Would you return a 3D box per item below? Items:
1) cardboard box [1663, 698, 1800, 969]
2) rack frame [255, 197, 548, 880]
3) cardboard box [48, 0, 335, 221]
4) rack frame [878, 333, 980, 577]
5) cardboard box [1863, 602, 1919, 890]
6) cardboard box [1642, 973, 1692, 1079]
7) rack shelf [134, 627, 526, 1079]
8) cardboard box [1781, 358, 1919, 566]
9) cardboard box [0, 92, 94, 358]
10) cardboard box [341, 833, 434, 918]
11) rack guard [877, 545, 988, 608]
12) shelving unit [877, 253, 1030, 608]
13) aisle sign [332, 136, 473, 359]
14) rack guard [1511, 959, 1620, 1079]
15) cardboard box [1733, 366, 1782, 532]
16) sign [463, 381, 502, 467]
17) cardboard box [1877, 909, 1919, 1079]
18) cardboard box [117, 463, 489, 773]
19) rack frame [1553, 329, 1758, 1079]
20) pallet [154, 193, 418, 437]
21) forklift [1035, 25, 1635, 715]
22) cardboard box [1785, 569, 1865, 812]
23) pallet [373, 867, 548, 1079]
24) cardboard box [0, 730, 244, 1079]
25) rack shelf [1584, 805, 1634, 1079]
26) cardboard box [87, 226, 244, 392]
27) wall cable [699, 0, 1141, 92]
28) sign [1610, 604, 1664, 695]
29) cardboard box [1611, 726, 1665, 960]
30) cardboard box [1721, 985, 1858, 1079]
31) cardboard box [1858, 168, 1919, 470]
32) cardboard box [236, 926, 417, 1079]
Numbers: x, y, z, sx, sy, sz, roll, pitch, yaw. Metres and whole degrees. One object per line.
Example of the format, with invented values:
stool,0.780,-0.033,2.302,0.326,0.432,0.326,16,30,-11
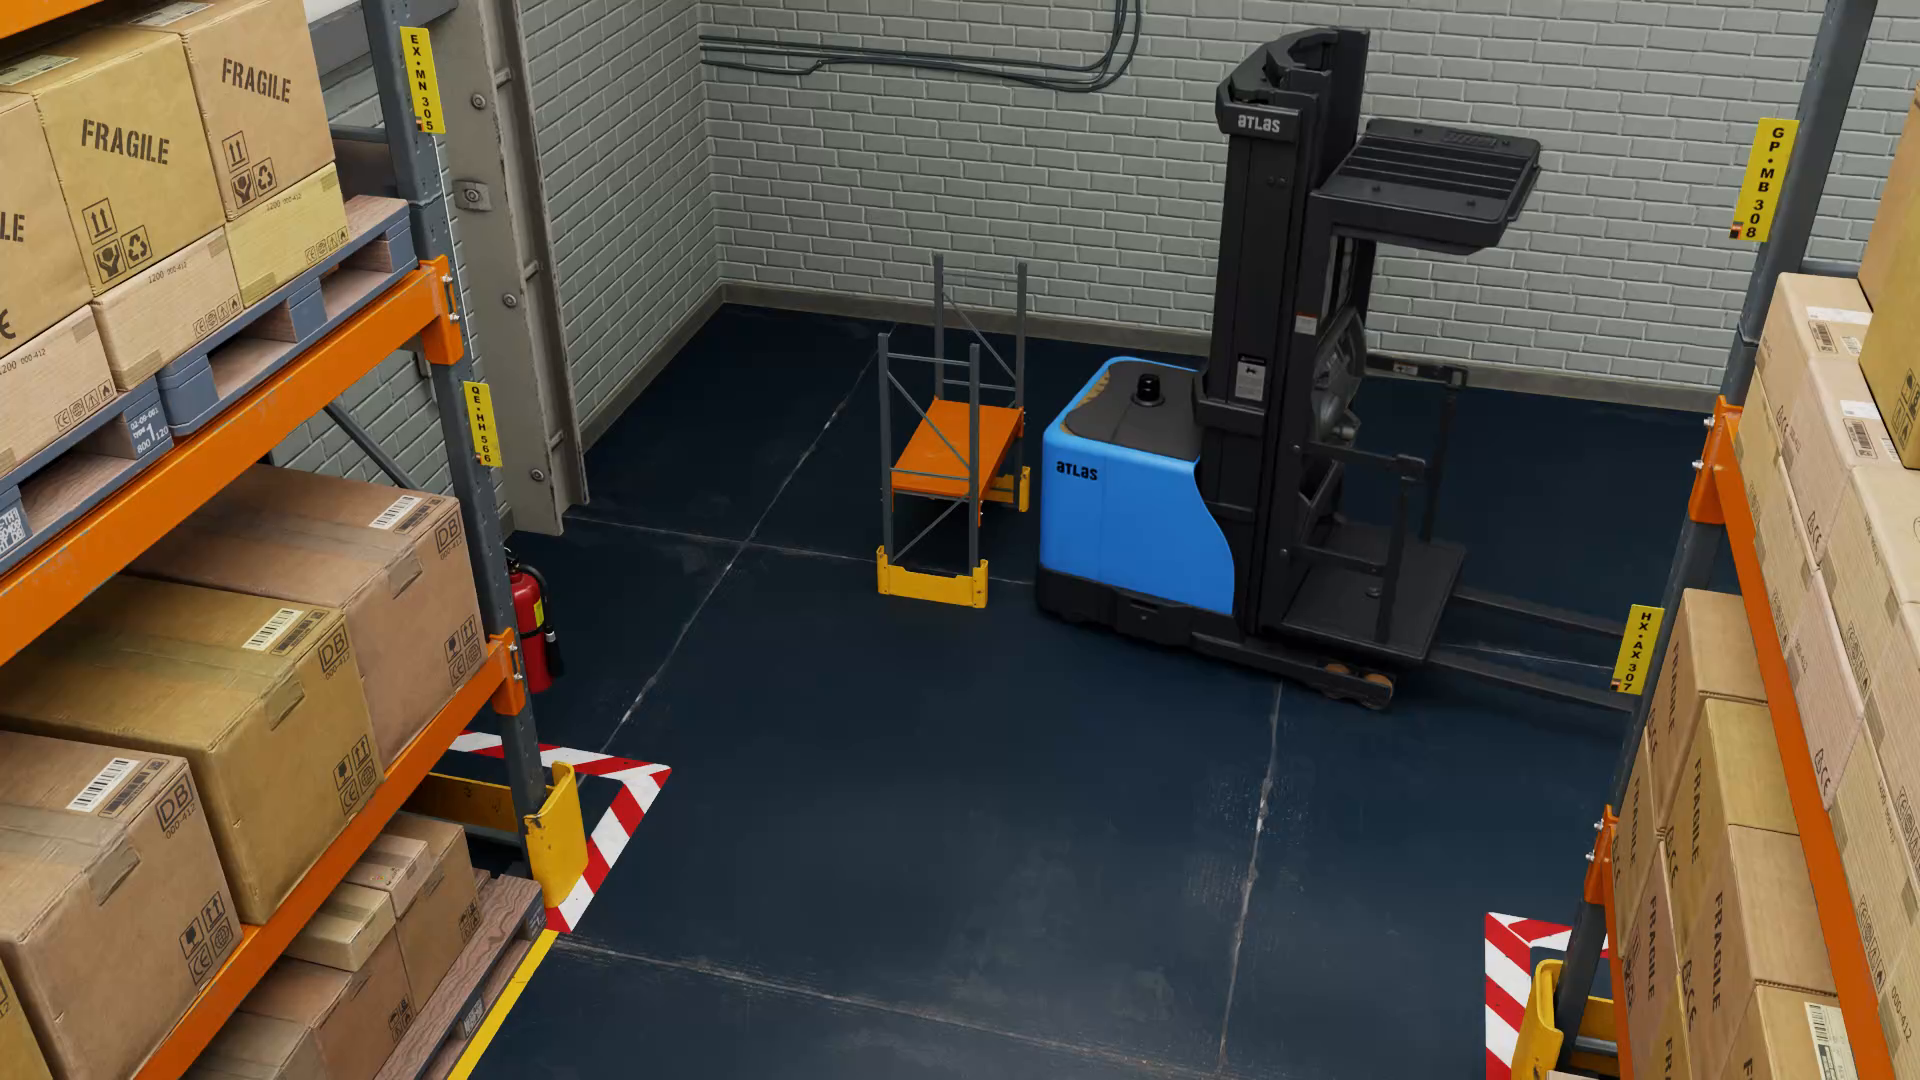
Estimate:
cardboard box,2.115,0.782,4.199,0.500,0.500,0.500,8,33,13
rack frame,-2.184,0.107,6.286,1.000,3.000,0.127,8,33,12
cardboard box,-2.106,-1.215,4.525,0.500,0.500,0.500,8,33,12
rack frame,-0.151,-0.325,8.363,0.500,1.500,0.032,8,33,12
cardboard box,1.841,0.374,2.743,0.500,0.250,0.500,8,33,12
cardboard box,1.985,1.460,4.065,0.500,0.500,0.500,8,33,12
rack shelf,-2.692,1.448,4.847,1.077,0.370,4.000,8,33,12
cardboard box,2.093,-0.145,3.560,0.500,0.250,0.500,8,33,12
cardboard box,-2.368,-0.685,3.692,0.500,0.500,0.500,7,33,10
cardboard box,-2.121,1.179,5.934,0.380,0.149,0.250,8,33,12
rack guard,-0.146,0.193,8.714,0.587,0.250,0.087,8,33,12
shelving unit,-0.019,-0.593,8.785,0.587,1.500,1.083,8,33,12
aisle sign,-1.876,-0.987,5.583,0.394,0.787,0.004,8,33,12
rack guard,2.589,1.873,5.837,1.175,0.500,0.348,8,33,12
cardboard box,2.232,-0.192,4.099,0.500,0.250,0.500,8,33,12
sign,-1.663,-0.401,5.785,0.100,0.325,0.005,8,33,12
cardboard box,1.715,0.845,2.469,0.500,0.250,0.500,8,33,12
cardboard box,-2.304,0.246,5.787,0.980,0.700,0.700,10,34,15
rack frame,2.608,0.779,5.229,1.000,3.000,0.127,8,33,12
pallet,-2.362,-0.735,4.898,1.003,0.211,1.213,8,33,12
forklift,1.948,-0.753,7.702,3.031,2.935,1.130,14,35,21
cardboard box,1.967,0.326,3.285,0.500,0.250,0.500,8,33,12
pallet,-2.311,1.709,6.365,1.003,0.211,1.213,8,33,12
cardboard box,-2.680,1.019,4.571,0.980,0.700,0.700,6,33,10
rack shelf,2.101,2.121,3.789,1.077,0.370,4.000,8,33,12
cardboard box,-2.244,-0.629,4.303,0.500,0.250,0.500,7,33,11
wall cable,-0.403,-4.001,10.050,3.097,2.526,0.112,8,33,12
sign,2.084,0.340,5.112,0.100,0.325,0.005,8,33,12
cardboard box,2.241,0.931,4.896,0.500,0.500,0.500,9,33,13
cardboard box,1.856,1.304,3.377,0.500,0.500,0.500,8,33,12
cardboard box,2.285,-0.434,3.316,0.700,0.500,0.500,8,33,12
cardboard box,-2.392,1.621,5.843,0.700,0.500,0.500,8,33,12
